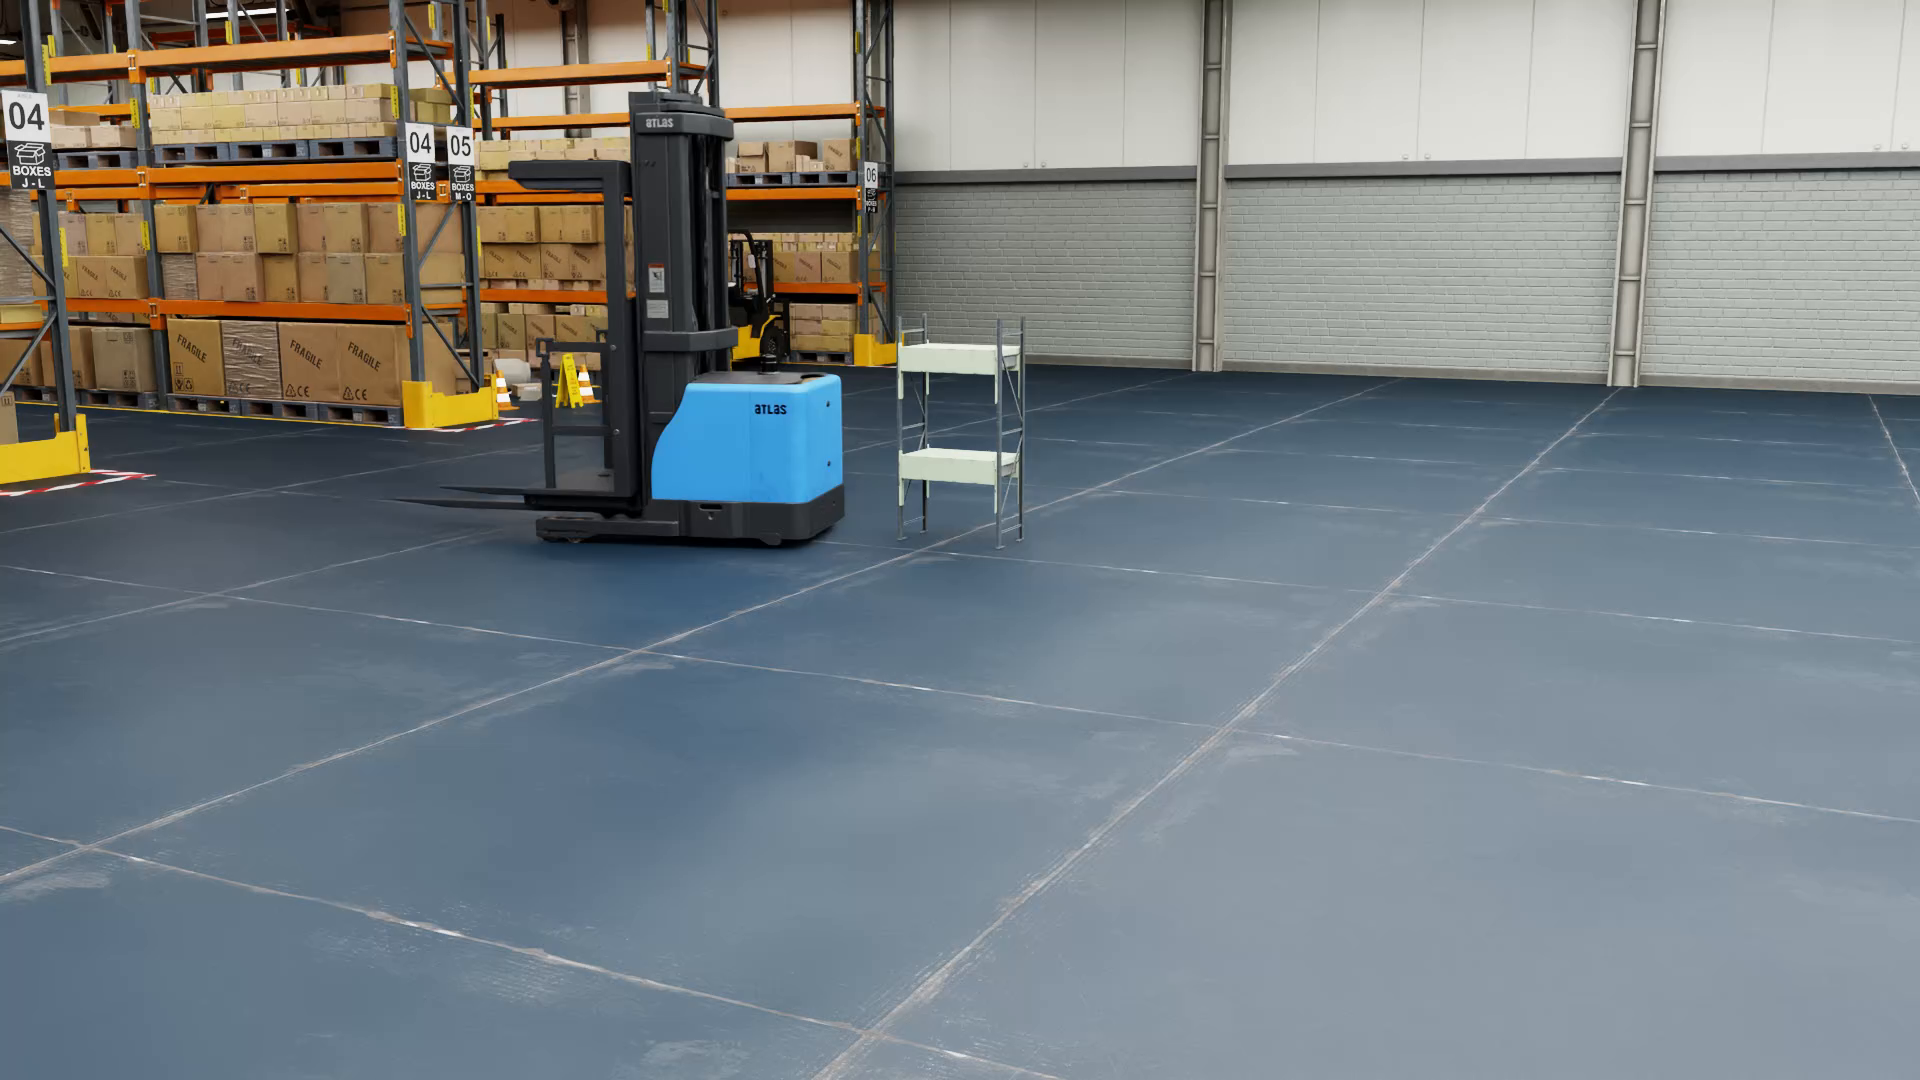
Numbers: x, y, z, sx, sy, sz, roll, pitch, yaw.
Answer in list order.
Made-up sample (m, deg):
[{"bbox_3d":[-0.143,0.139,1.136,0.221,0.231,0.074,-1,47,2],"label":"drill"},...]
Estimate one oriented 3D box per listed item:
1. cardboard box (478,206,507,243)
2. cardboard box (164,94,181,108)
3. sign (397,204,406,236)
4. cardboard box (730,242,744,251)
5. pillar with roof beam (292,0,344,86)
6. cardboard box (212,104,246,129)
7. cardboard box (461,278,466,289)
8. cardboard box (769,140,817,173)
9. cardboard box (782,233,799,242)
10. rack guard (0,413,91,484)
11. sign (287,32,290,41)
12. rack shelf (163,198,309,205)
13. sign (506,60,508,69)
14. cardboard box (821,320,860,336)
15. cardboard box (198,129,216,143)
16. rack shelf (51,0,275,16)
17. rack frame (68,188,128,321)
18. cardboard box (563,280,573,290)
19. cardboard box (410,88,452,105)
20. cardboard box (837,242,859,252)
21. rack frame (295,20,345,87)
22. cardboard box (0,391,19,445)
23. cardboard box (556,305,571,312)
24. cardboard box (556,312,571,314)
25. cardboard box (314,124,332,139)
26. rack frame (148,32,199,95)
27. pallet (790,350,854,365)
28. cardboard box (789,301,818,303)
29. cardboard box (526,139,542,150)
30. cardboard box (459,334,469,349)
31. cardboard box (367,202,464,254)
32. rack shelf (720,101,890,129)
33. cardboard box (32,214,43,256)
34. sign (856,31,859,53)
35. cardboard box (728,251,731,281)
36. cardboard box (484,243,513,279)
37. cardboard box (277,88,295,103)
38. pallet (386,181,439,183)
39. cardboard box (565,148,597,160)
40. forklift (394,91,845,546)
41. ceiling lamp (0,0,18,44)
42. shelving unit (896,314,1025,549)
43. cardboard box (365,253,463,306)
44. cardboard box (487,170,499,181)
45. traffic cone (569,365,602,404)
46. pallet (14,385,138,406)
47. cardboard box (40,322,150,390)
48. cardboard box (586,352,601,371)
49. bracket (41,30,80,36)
[{"bbox_3d":[-6.371,-4.461,23.534,0.500,0.500,0.700,5,11,26],"label":"cardboard box"},{"bbox_3d":[-8.812,-4.986,18.940,0.250,0.149,0.380,5,11,25],"label":"cardboard box"},{"bbox_3d":[-5.883,-3.374,17.532,0.005,0.325,0.100,5,11,26],"label":"sign"},{"bbox_3d":[-3.621,-4.876,27.645,0.250,0.149,0.380,5,11,24],"label":"cardboard box"},{"bbox_3d":[-14.230,-7.773,28.913,0.548,9.000,9.100,5,11,26],"label":"pillar with roof beam"},{"bbox_3d":[-7.998,-4.730,18.647,0.500,0.250,0.500,5,11,25],"label":"cardboard box"},{"bbox_3d":[-6.978,-3.687,23.885,0.250,0.149,0.380,5,11,26],"label":"cardboard box"},{"bbox_3d":[-2.717,-6.238,27.113,0.500,0.500,0.700,5,11,26],"label":"cardboard box"},{"bbox_3d":[-2.707,-4.939,27.160,0.250,0.149,0.380,5,12,27],"label":"cardboard box"},{"bbox_3d":[-7.984,-0.765,14.052,0.348,0.500,1.175,5,11,26],"label":"rack guard"},{"bbox_3d":[-10.474,-7.740,25.883,0.005,0.325,0.100,5,11,26],"label":"sign"},{"bbox_3d":[-13.893,-6.590,32.816,4.000,0.370,1.077,5,11,26],"label":"rack shelf"},{"bbox_3d":[-8.270,-8.573,30.266,0.005,0.325,0.100,5,11,26],"label":"sign"},{"bbox_3d":[-1.913,-3.453,27.022,0.500,0.250,0.500,5,11,25],"label":"cardboard box"},{"bbox_3d":[-8.361,-4.554,18.791,0.250,0.149,0.380,5,11,25],"label":"cardboard box"},{"bbox_3d":[-12.499,-8.593,26.129,4.000,0.370,1.077,5,11,26],"label":"rack shelf"},{"bbox_3d":[-14.293,-4.517,27.766,0.127,3.000,1.000,5,11,26],"label":"rack frame"},{"bbox_3d":[-5.323,-3.567,23.221,0.250,0.149,0.380,5,11,26],"label":"cardboard box"},{"bbox_3d":[-5.789,-4.851,18.193,0.250,0.149,0.380,5,11,26],"label":"cardboard box"},{"bbox_3d":[-1.773,-4.716,26.760,0.250,0.149,0.380,5,11,27],"label":"cardboard box"},{"bbox_3d":[-12.100,-8.262,31.614,0.127,3.000,1.000,5,11,26],"label":"rack frame"},{"bbox_3d":[-8.469,-1.017,14.268,0.500,0.500,0.500,8,13,36],"label":"cardboard box"},{"bbox_3d":[-6.766,-3.879,29.726,0.625,0.625,0.875,5,11,23],"label":"cardboard box"},{"bbox_3d":[-5.554,-3.026,23.962,0.500,0.500,0.500,6,12,29],"label":"cardboard box"},{"bbox_3d":[-6.762,-4.413,18.016,0.250,0.149,0.380,5,11,26],"label":"cardboard box"},{"bbox_3d":[-15.687,-8.577,33.355,0.127,3.000,1.000,5,11,26],"label":"rack frame"},{"bbox_3d":[-2.043,-3.046,27.468,1.213,0.211,1.003,5,11,26],"label":"pallet"},{"bbox_3d":[-2.579,-3.858,27.860,0.500,0.250,0.500,5,11,25],"label":"cardboard box"},{"bbox_3d":[-5.788,-5.461,23.023,0.250,0.149,0.380,5,11,25],"label":"cardboard box"},{"bbox_3d":[-7.590,-2.841,24.706,0.625,0.372,0.950,5,11,27],"label":"cardboard box"},{"bbox_3d":[-5.946,-3.414,18.216,0.550,0.550,0.875,5,11,26],"label":"cardboard box"},{"bbox_3d":[-3.132,-6.923,27.360,4.000,0.370,1.077,5,11,26],"label":"rack shelf"},{"bbox_3d":[-11.033,-3.788,20.648,0.500,0.500,0.700,5,11,25],"label":"cardboard box"},{"bbox_3d":[-1.591,-7.730,25.826,0.005,0.325,0.100,5,11,26],"label":"sign"},{"bbox_3d":[-3.714,-4.574,27.801,0.500,0.500,0.500,5,11,25],"label":"cardboard box"},{"bbox_3d":[-6.387,-3.967,23.612,0.500,0.500,0.500,5,11,26],"label":"cardboard box"},{"bbox_3d":[-7.223,-4.846,18.168,0.250,0.149,0.380,5,11,25],"label":"cardboard box"},{"bbox_3d":[-7.625,-5.336,24.395,1.003,0.211,1.213,5,11,26],"label":"pallet"},{"bbox_3d":[-5.027,-5.197,22.688,0.500,0.250,0.500,5,12,27],"label":"cardboard box"},{"bbox_3d":[-2.382,-1.512,11.357,3.031,2.935,1.130,2,10,11],"label":"forklift"},{"bbox_3d":[-19.121,-11.289,31.948,0.800,3.185,2.000,5,11,26],"label":"ceiling lamp"},{"bbox_3d":[0.006,-0.737,11.094,0.755,1.500,0.431,5,11,26],"label":"shelving unit"},{"bbox_3d":[-5.984,-2.869,18.238,0.550,0.550,0.875,5,11,26],"label":"cardboard box"},{"bbox_3d":[-6.466,-5.144,23.512,0.250,0.149,0.380,5,11,26],"label":"cardboard box"},{"bbox_3d":[-4.674,-1.947,20.689,0.334,0.463,0.336,5,11,26],"label":"traffic cone"},{"bbox_3d":[-11.041,-1.861,20.919,1.213,0.211,1.003,5,11,26],"label":"pallet"},{"bbox_3d":[-10.678,-2.299,20.648,0.750,0.750,1.050,5,11,26],"label":"cardboard box"},{"bbox_3d":[-4.836,-2.488,23.096,0.500,0.250,0.500,5,11,26],"label":"cardboard box"},{"bbox_3d":[-20.741,-10.901,36.088,5.218,0.066,0.076,5,11,26],"label":"bracket"}]
